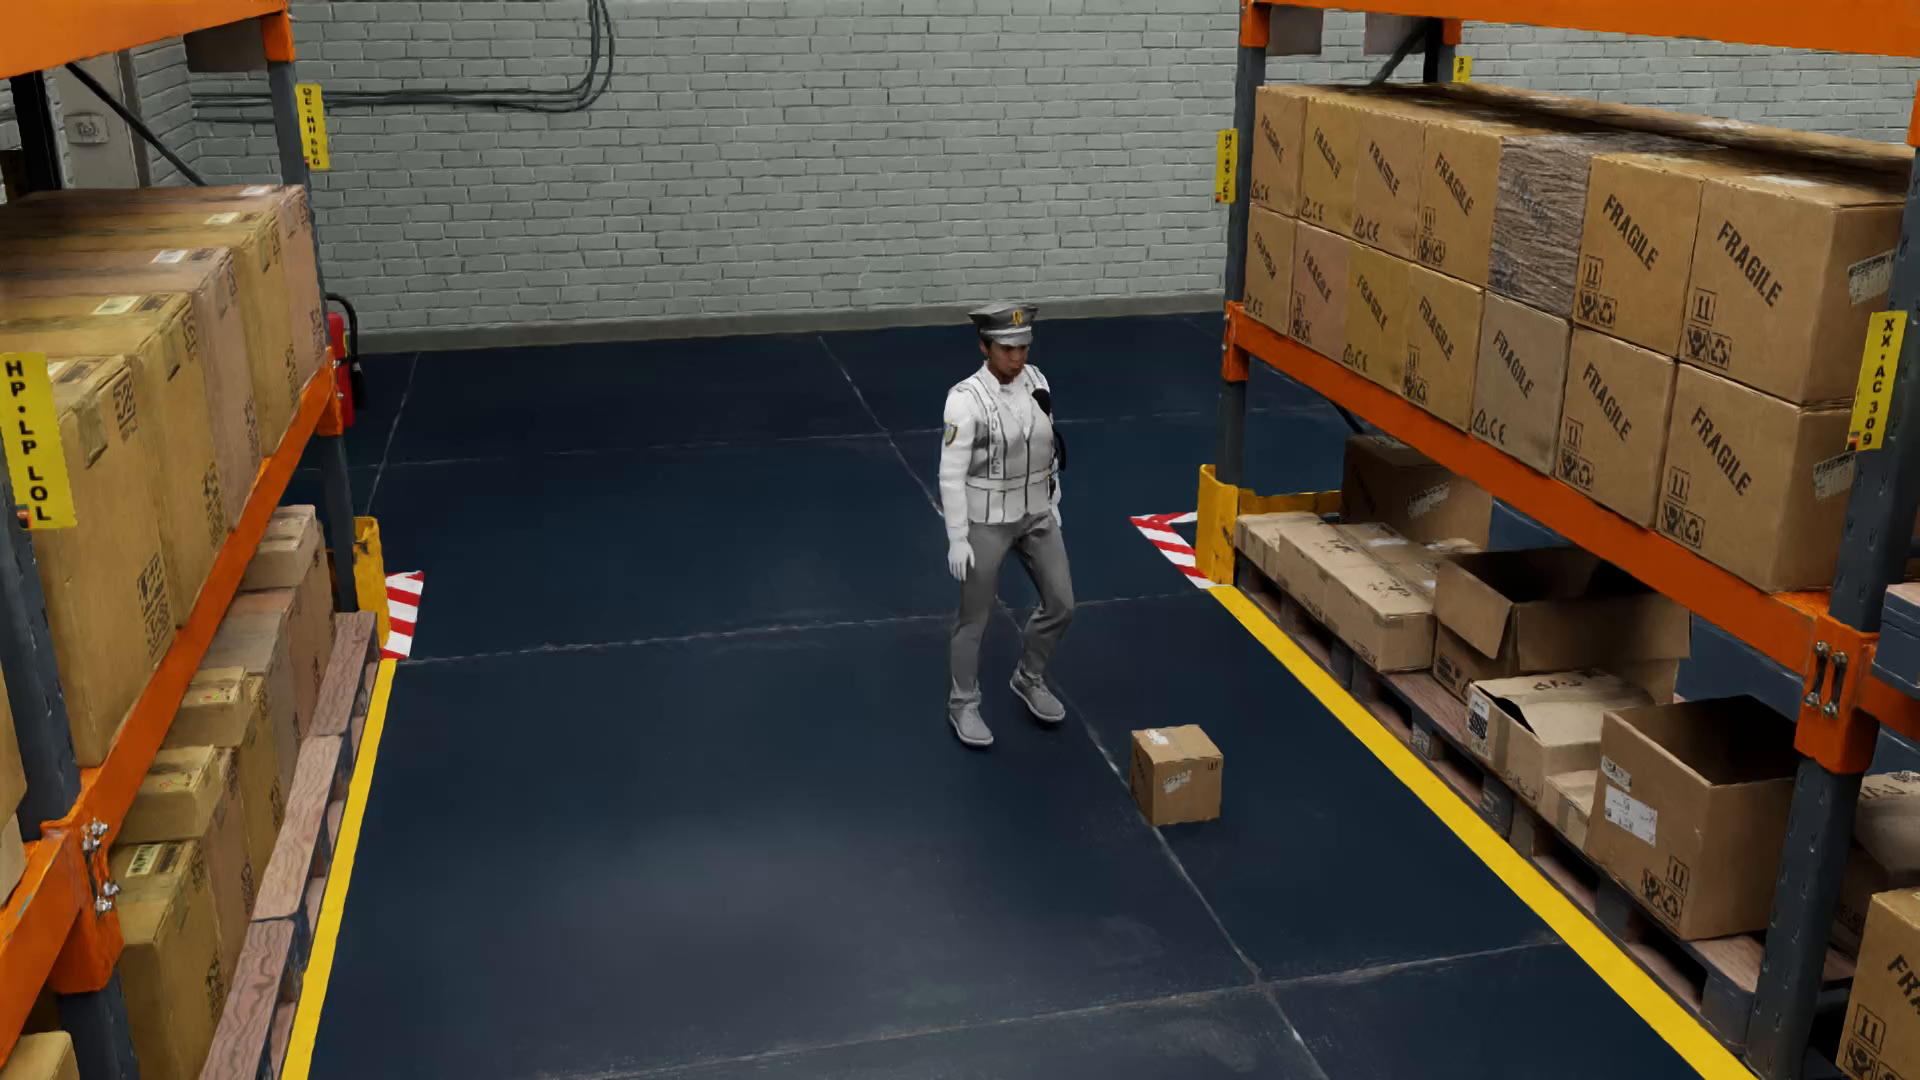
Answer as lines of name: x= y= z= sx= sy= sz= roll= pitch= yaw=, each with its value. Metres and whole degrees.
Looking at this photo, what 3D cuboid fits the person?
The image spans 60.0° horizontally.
person: x=0.168 y=-0.064 z=6.170 sx=0.560 sy=1.680 sz=0.360 roll=-14 pitch=24 yaw=-35
